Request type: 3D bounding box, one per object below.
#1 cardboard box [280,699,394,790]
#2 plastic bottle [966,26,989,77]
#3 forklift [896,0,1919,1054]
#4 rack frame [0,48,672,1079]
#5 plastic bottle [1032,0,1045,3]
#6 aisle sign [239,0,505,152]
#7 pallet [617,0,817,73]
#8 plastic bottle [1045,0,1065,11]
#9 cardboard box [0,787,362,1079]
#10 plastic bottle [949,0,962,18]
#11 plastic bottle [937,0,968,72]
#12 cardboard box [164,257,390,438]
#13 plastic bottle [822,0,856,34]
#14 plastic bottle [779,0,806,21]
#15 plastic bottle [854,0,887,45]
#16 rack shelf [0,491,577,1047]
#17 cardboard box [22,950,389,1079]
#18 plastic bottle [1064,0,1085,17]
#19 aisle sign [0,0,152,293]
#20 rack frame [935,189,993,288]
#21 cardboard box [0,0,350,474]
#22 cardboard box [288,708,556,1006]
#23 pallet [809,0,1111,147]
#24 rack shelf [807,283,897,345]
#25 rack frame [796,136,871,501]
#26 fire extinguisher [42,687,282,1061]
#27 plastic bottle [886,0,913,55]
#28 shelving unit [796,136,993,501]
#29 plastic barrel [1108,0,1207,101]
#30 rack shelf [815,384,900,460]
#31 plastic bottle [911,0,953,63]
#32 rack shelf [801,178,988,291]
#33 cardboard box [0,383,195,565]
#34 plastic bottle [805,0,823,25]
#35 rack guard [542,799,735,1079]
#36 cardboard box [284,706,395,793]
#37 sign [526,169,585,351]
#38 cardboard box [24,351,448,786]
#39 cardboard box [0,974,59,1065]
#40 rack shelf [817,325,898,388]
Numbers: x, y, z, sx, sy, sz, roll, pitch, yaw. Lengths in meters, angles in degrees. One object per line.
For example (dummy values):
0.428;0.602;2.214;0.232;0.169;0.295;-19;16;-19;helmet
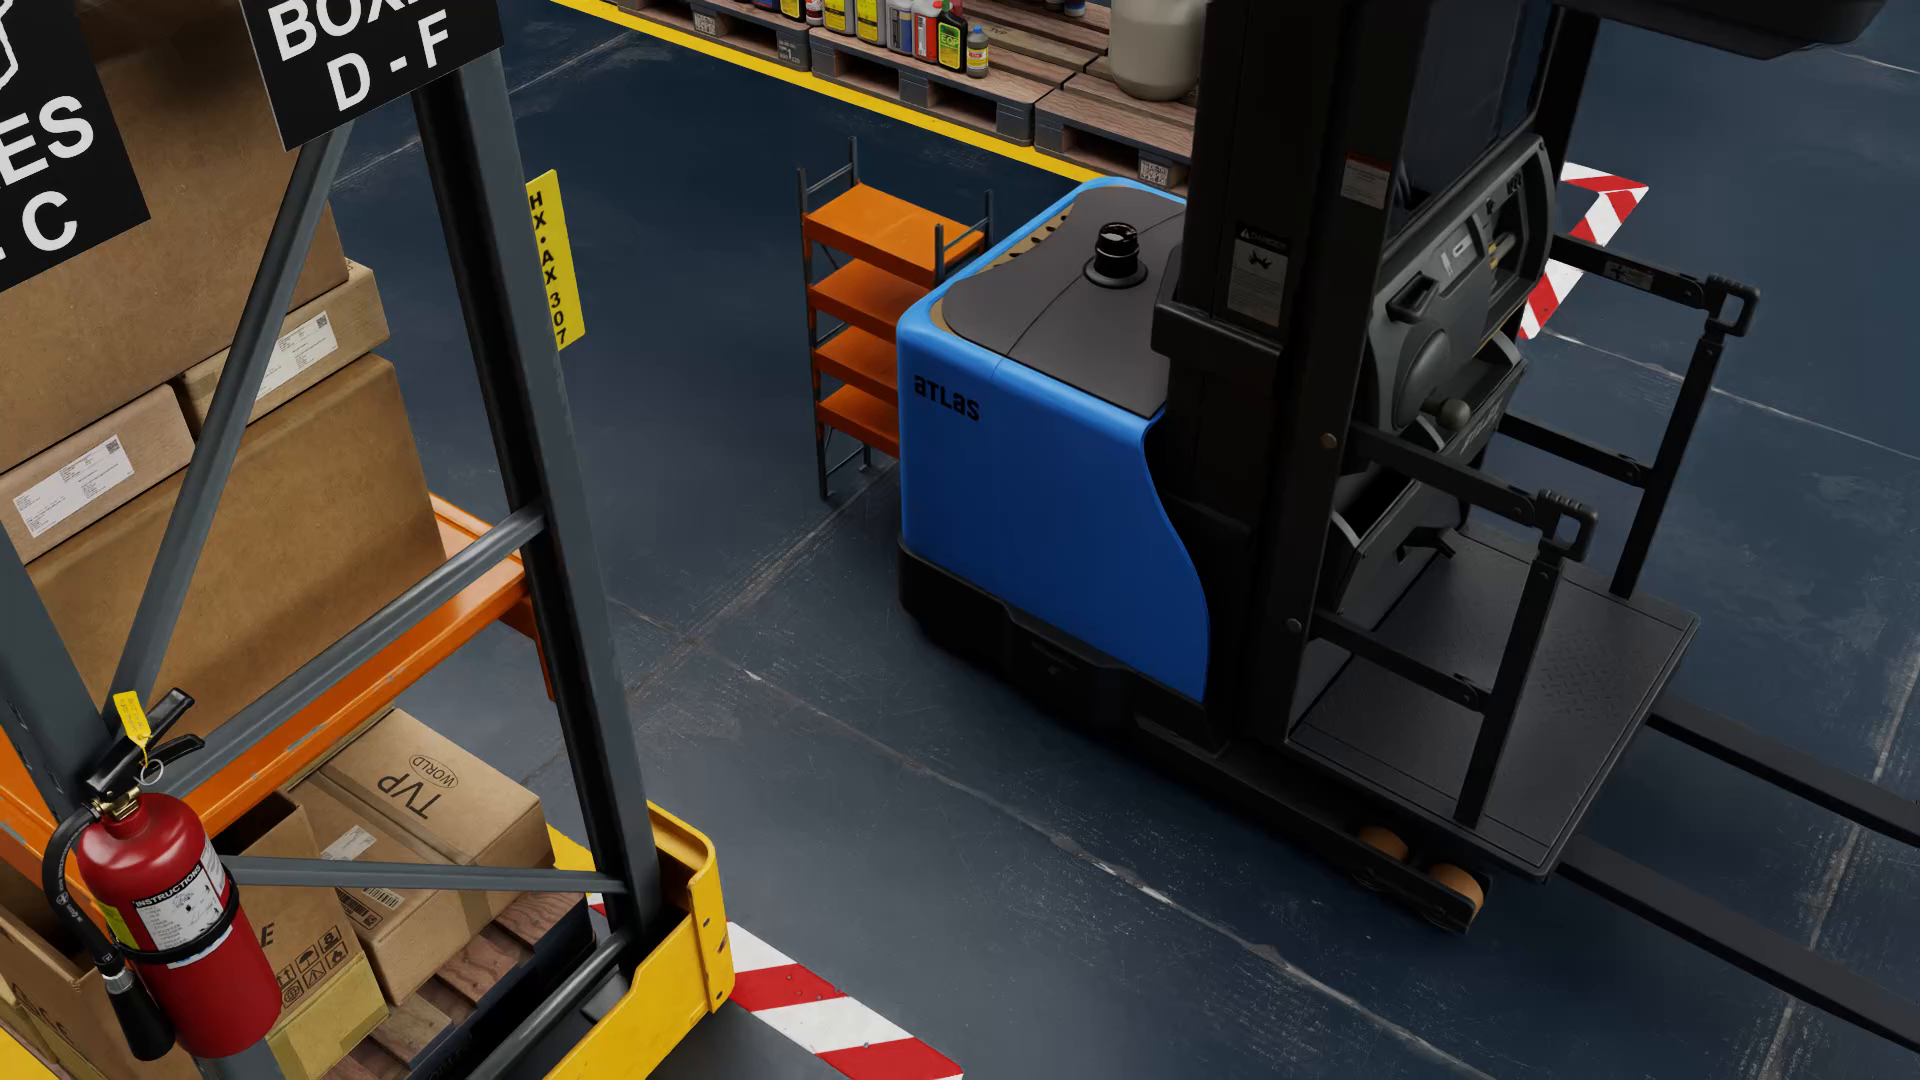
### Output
-1.739;0.264;3.891;0.500;0.500;0.500;25;48;25;cardboard box
0.074;-2.096;7.111;0.097;0.201;0.097;0;42;0;plastic bottle
0.035;-2.295;5.041;7.740;3.703;3.137;27;48;27;forklift
-1.017;0.192;2.786;0.127;3.000;1.000;25;48;25;rack frame
0.349;-2.623;7.639;0.133;0.283;0.061;26;48;26;plastic bottle
-0.788;-0.919;2.078;0.004;0.787;0.394;25;48;25;aisle sign
-0.919;-2.723;8.135;1.213;0.211;1.003;25;48;25;pallet
0.440;-2.536;7.603;0.097;0.201;0.097;0;42;0;plastic bottle
-1.627;0.738;3.360;0.500;0.500;0.500;25;48;25;cardboard box
-0.056;-2.296;7.274;0.133;0.283;0.061;25;48;25;plastic bottle
-0.032;-2.161;7.123;0.133;0.283;0.061;26;48;26;plastic bottle
-1.215;-0.355;2.835;0.250;0.149;0.380;25;47;25;cardboard box
-0.520;-2.448;7.393;0.185;0.351;0.144;25;47;25;plastic bottle
-0.757;-2.500;7.502;0.133;0.283;0.061;27;48;27;plastic bottle
-0.368;-2.377;7.314;0.185;0.351;0.144;27;48;27;plastic bottle
-2.655;-0.306;3.881;4.000;0.370;1.077;25;48;25;rack shelf
-1.626;1.016;3.612;0.500;0.250;0.500;25;48;25;cardboard box
0.524;-2.522;7.535;0.097;0.271;0.097;0;42;0;plastic bottle
-1.132;-0.591;1.712;0.004;0.787;0.394;25;48;25;aisle sign
0.012;-0.439;4.841;0.015;1.200;0.240;27;49;27;rack frame
-1.436;-0.535;2.550;0.500;0.500;0.700;25;48;25;cardboard box
-1.329;0.734;3.928;0.500;0.250;0.500;25;48;25;cardboard box
0.084;-2.256;7.613;1.213;0.211;1.003;25;48;25;pallet
-0.181;-0.655;4.848;0.480;0.148;0.258;27;49;27;rack shelf
-0.374;-0.638;5.064;0.015;1.200;0.240;27;49;27;rack frame
-1.187;0.520;2.478;0.183;0.674;0.296;25;48;25;fire extinguisher
-0.230;-2.288;7.270;0.135;0.276;0.152;24;47;24;plastic bottle
-0.181;-0.539;4.952;0.503;1.200;0.258;27;49;27;shelving unit
0.837;-2.142;6.945;0.421;0.512;0.421;0;42;0;plastic barrel
-0.181;-0.341;5.130;0.480;0.148;0.258;27;49;27;rack shelf
-0.116;-2.235;7.211;0.135;0.276;0.152;25;48;26;plastic bottle
-0.181;-0.832;4.690;0.480;0.148;0.258;27;49;27;rack shelf
-1.440;-0.129;2.583;0.250;0.149;0.380;24;47;25;cardboard box
-0.650;-2.434;7.490;0.097;0.201;0.097;0;42;0;plastic bottle
-0.998;1.133;3.609;0.348;0.500;1.175;25;48;25;rack guard
-1.740;0.544;4.139;0.500;0.250;0.500;25;48;25;cardboard box
-0.694;-0.461;2.807;0.005;0.325;0.100;25;48;25;sign
-1.392;-0.031;2.960;0.500;0.500;0.700;25;48;25;cardboard box
-2.042;0.831;3.818;0.500;0.250;0.500;25;48;25;cardboard box
-0.181;-0.518;4.971;0.457;0.050;0.221;27;49;27;rack shelf
